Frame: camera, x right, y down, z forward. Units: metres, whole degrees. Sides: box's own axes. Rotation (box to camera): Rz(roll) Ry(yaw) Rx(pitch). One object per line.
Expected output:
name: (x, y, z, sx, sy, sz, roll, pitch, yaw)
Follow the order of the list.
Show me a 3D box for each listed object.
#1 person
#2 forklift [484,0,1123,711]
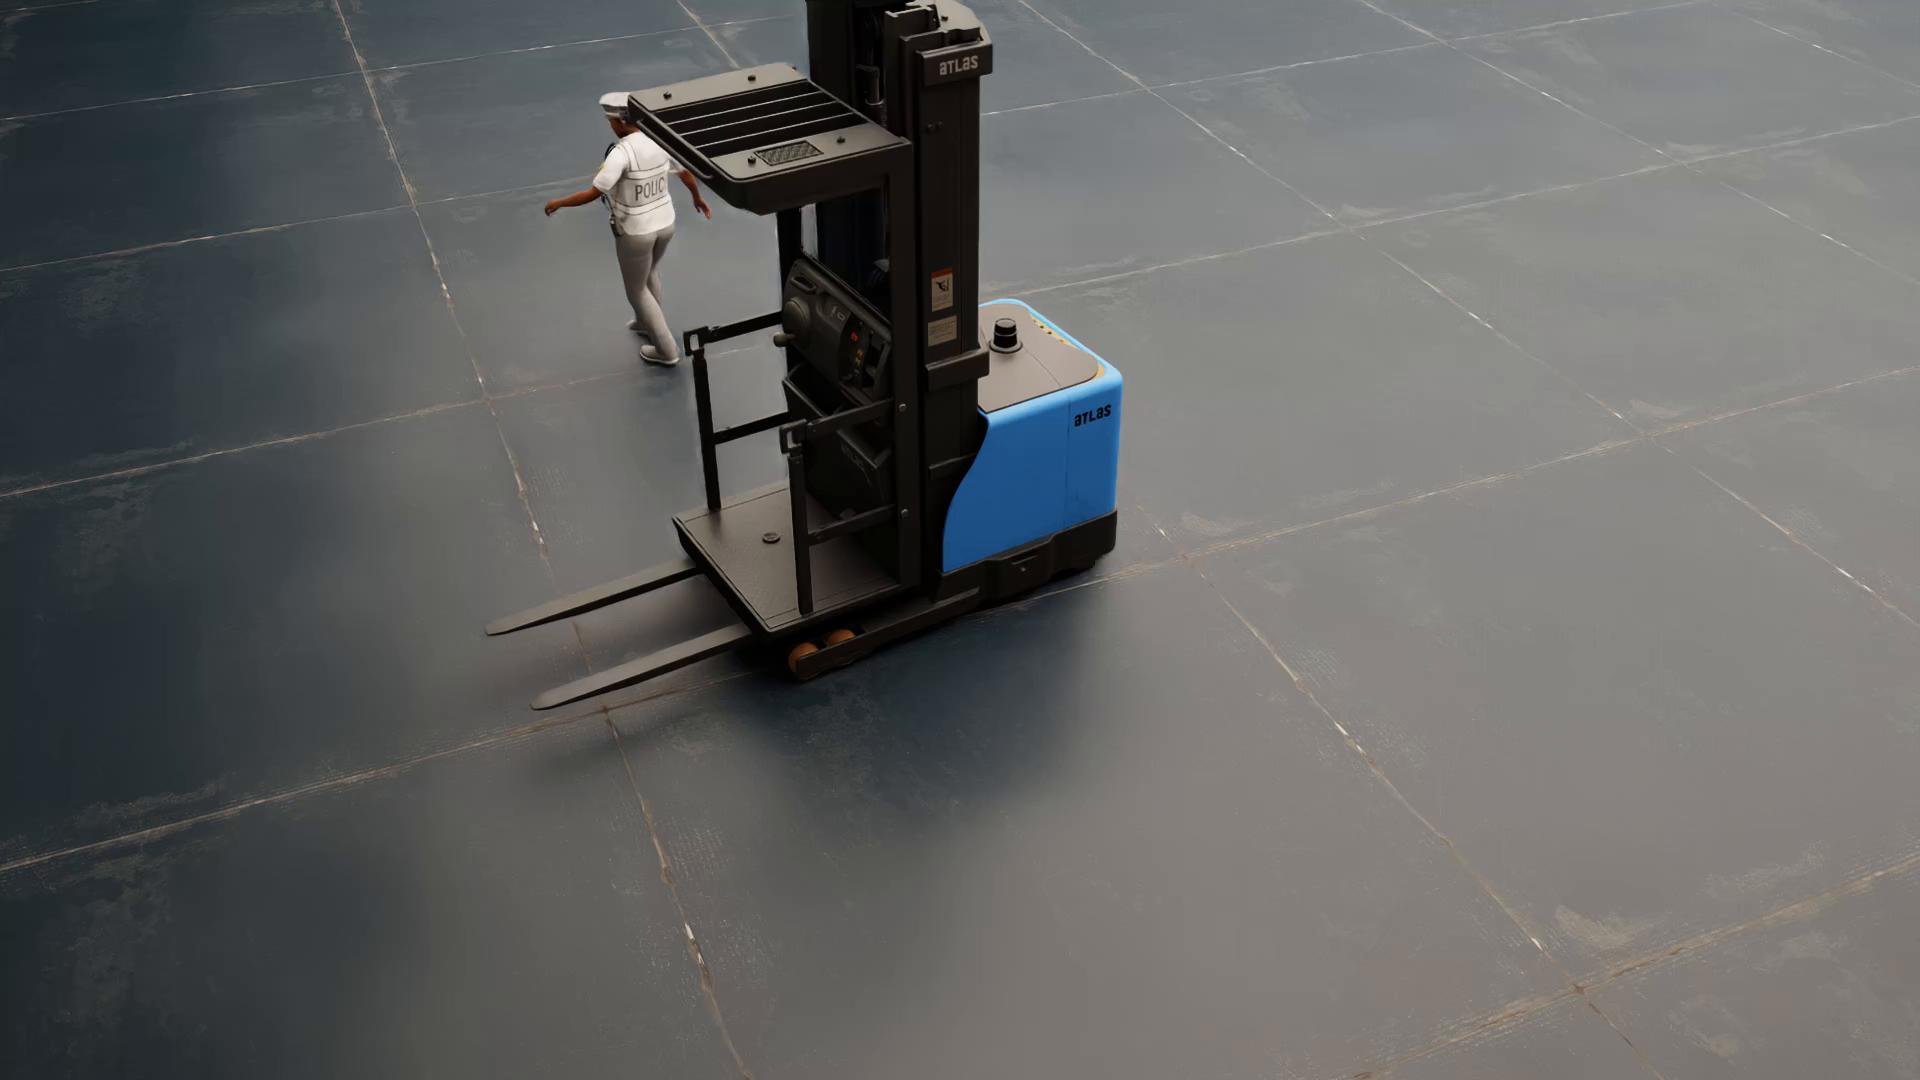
person: (-1.922, -1.870, 9.884, 0.657, 1.668, 0.919, 25, 42, 31)
forklift: (-0.732, -0.899, 7.362, 3.031, 2.935, 1.130, -20, 40, -25)
